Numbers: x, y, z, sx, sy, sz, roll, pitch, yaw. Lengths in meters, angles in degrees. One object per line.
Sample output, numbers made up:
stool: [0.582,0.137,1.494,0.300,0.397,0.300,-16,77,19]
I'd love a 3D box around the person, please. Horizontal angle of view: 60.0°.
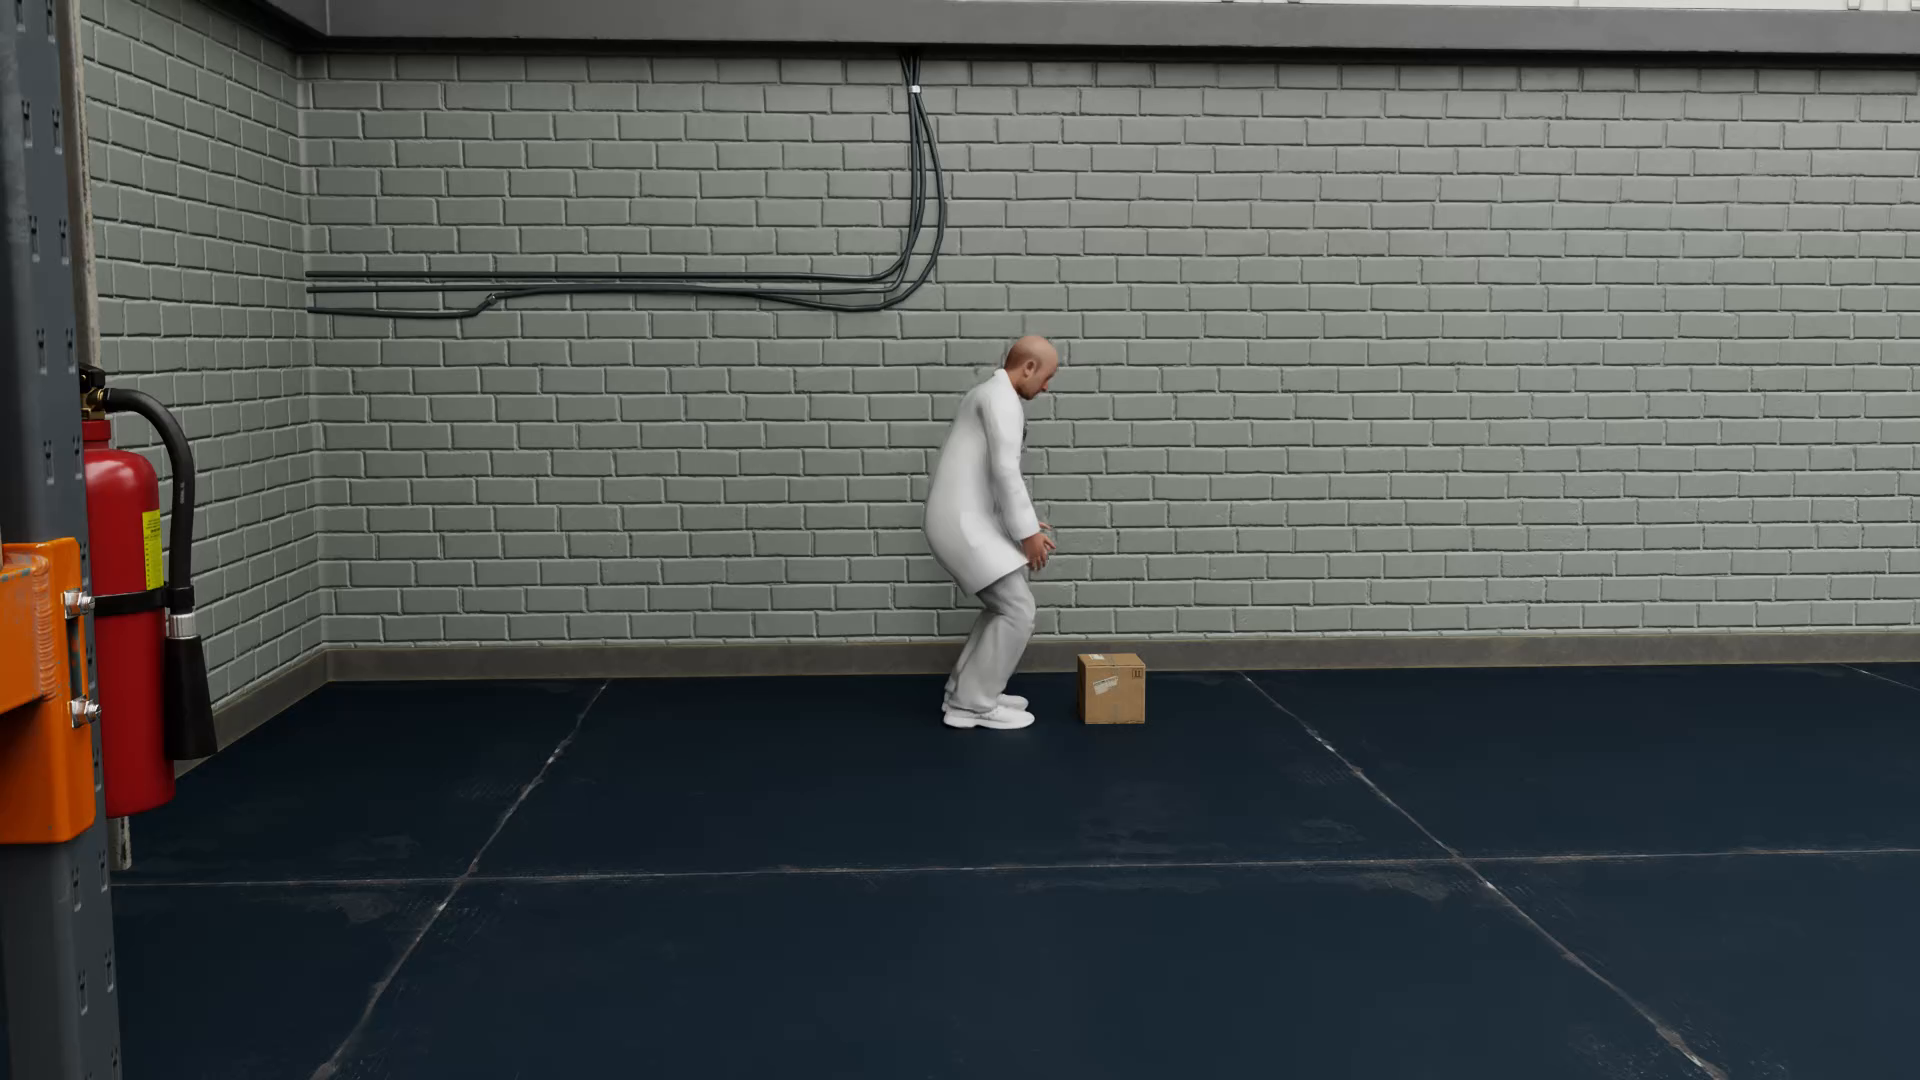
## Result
person: [0.124,-0.040,6.933,0.564,1.601,0.621,0,7,-3]
